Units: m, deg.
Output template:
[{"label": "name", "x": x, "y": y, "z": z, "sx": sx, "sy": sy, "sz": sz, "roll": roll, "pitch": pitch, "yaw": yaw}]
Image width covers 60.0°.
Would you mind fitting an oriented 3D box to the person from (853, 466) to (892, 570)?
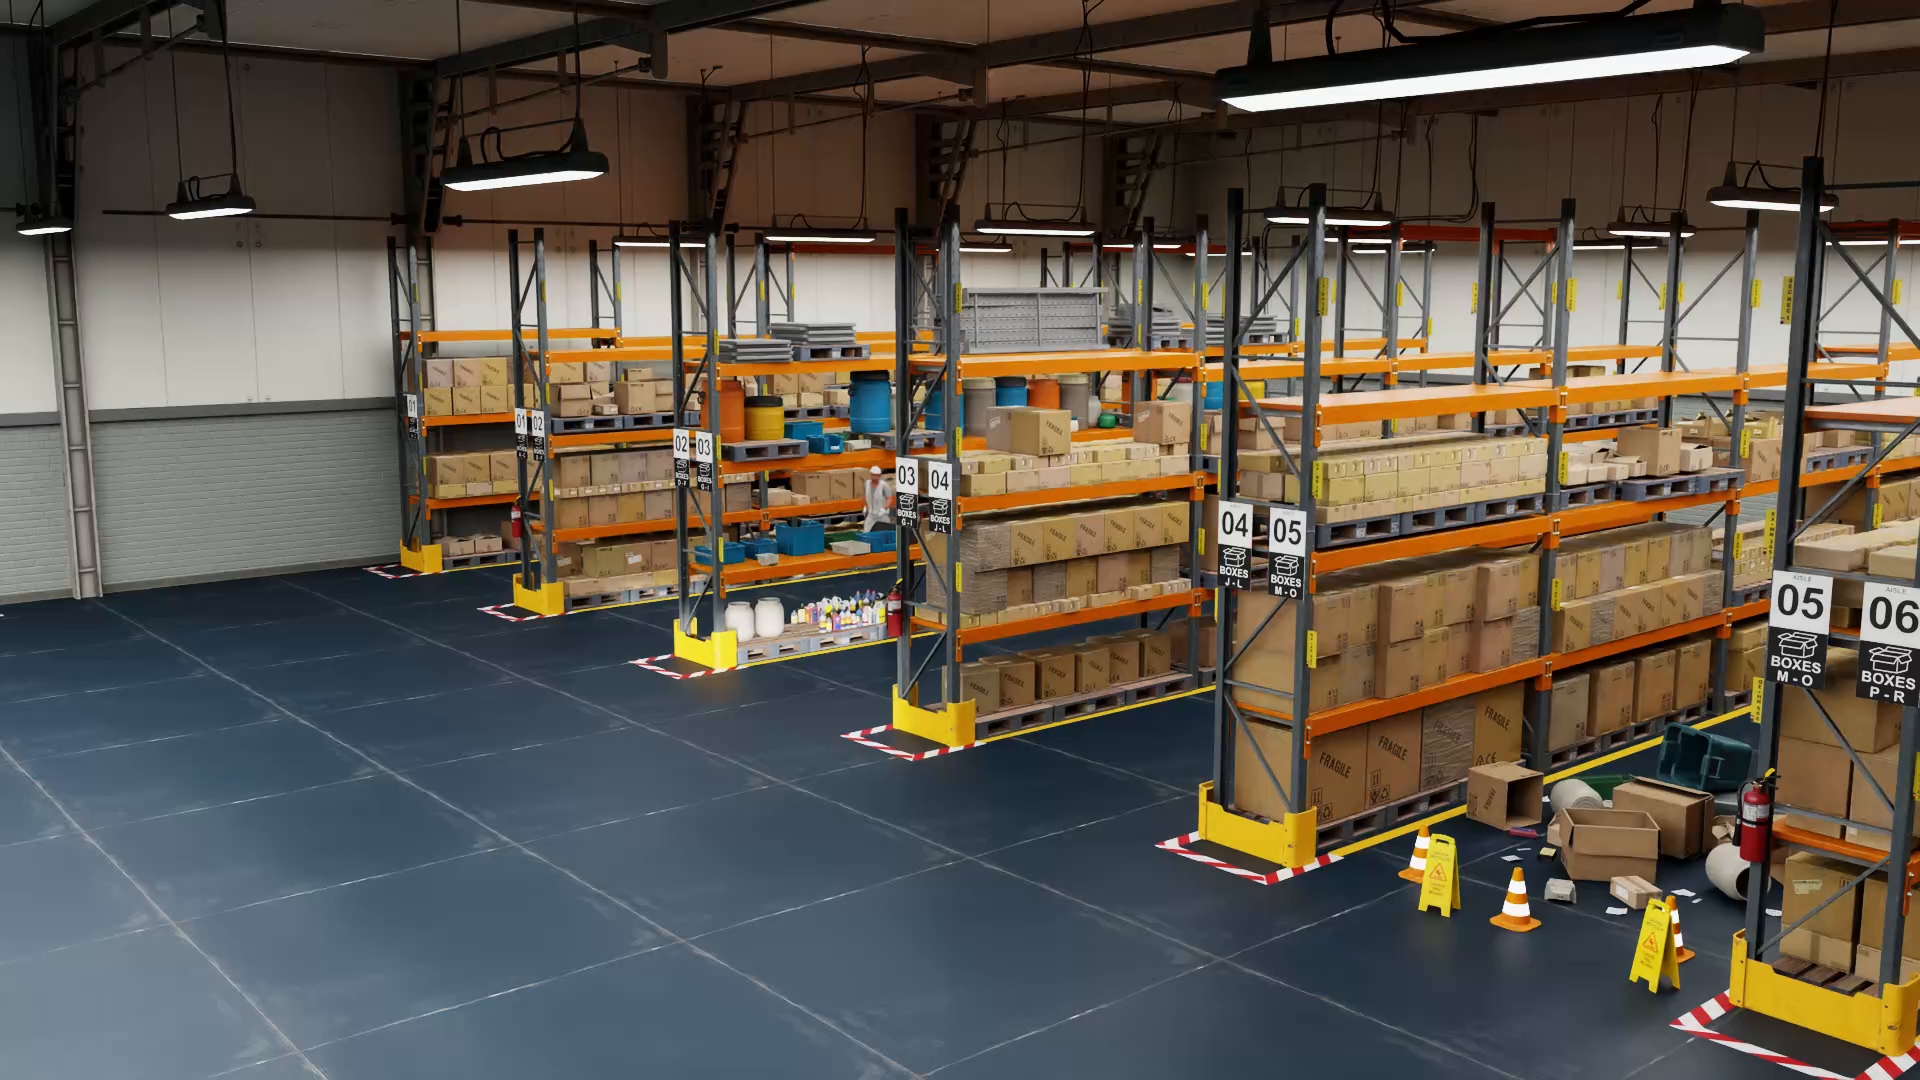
[{"label": "person", "x": -1.461, "y": -0.402, "z": 29.063, "sx": 0.856, "sy": 1.829, "sz": 0.777, "roll": -7, "pitch": 11, "yaw": -39}]
